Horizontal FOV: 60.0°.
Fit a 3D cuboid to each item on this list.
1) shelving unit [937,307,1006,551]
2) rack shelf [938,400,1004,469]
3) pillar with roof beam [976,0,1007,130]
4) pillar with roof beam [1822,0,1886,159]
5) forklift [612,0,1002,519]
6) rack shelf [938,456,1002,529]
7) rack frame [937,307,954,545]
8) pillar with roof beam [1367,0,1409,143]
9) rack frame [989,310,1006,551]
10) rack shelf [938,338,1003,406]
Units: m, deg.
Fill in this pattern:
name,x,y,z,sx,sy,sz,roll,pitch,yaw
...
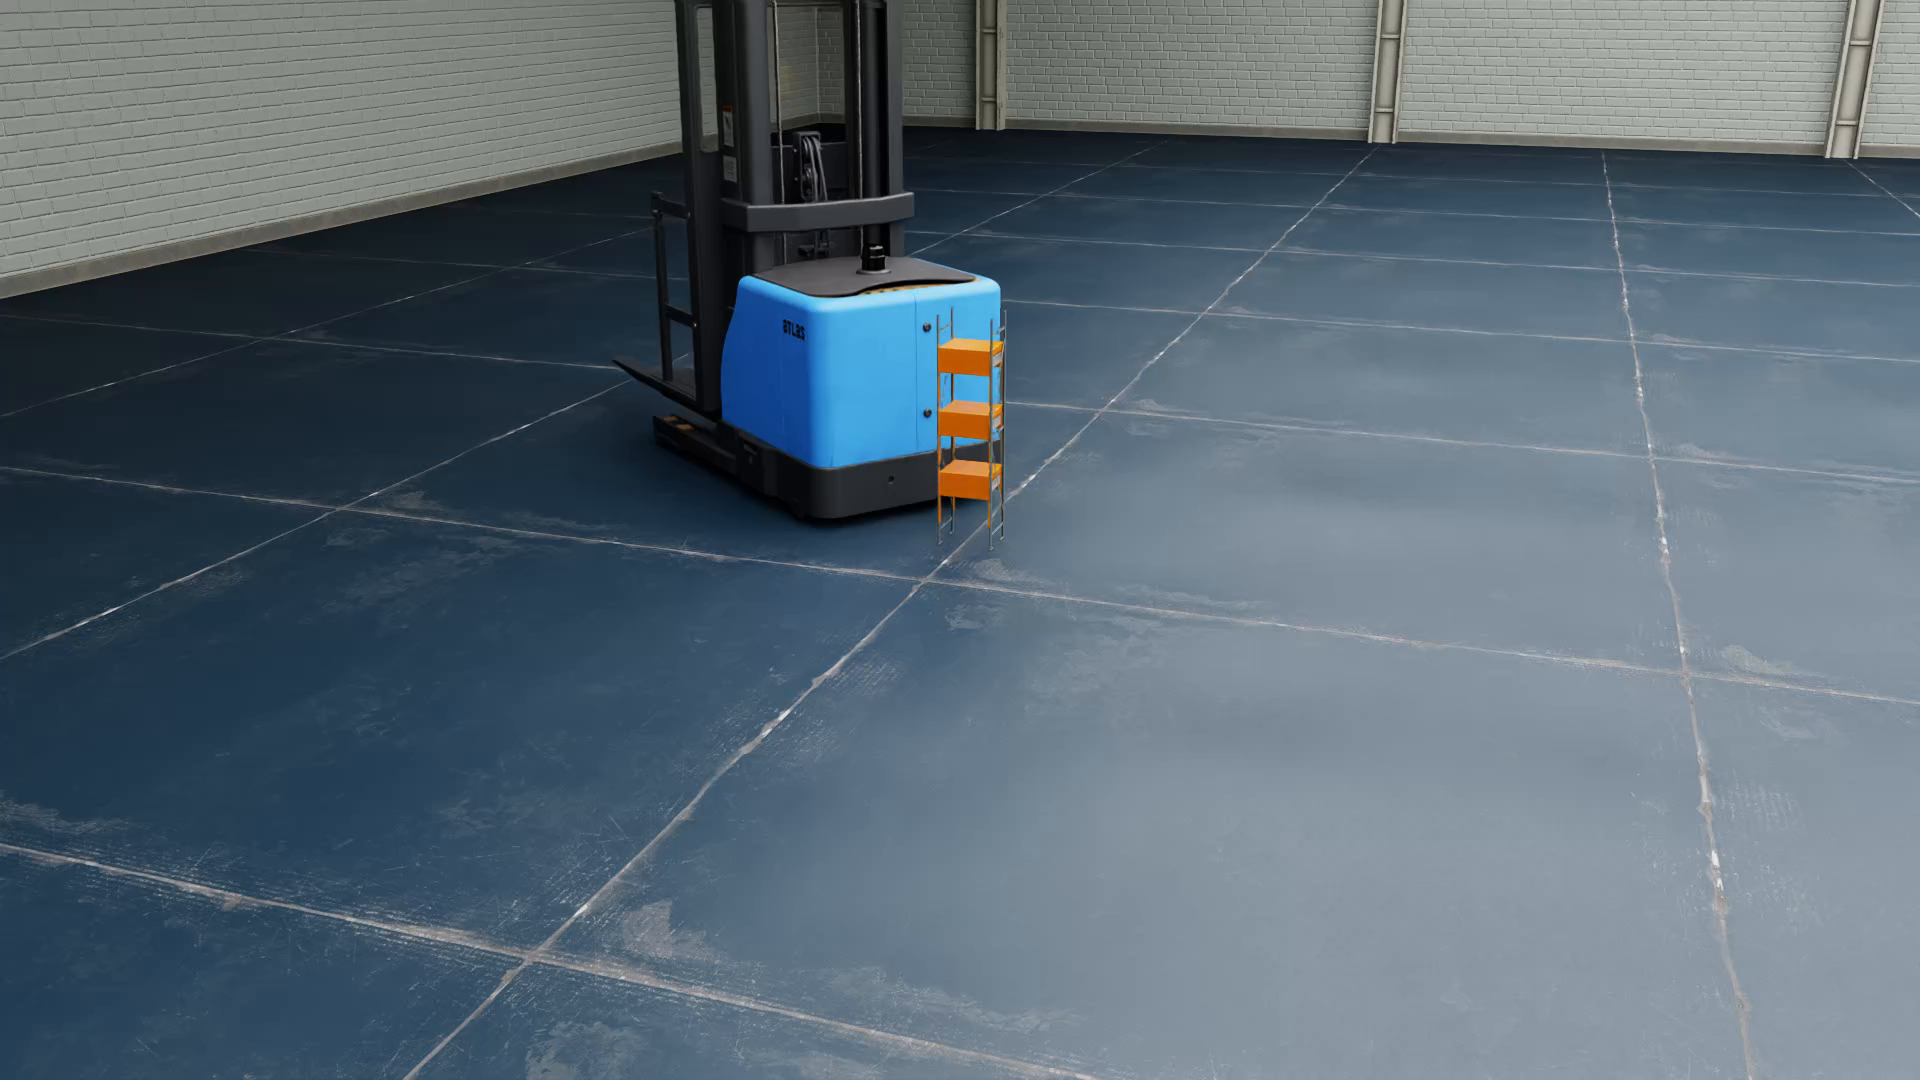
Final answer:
name,x,y,z,sx,sy,sz,roll,pitch,yaw
shelving unit,0.051,-0.490,7.387,0.252,1.050,0.215,7,20,18
rack shelf,0.051,-0.480,7.390,0.240,0.259,0.215,7,20,18
pillar with roof beam,-0.934,-9.349,20.727,0.400,9.000,9.100,7,20,18
pillar with roof beam,10.401,-8.053,17.008,0.400,9.000,9.100,7,20,18
forklift,-1.009,-1.913,8.611,1.130,2.935,3.031,-12,22,-30
rack shelf,0.051,-0.218,7.482,0.240,0.259,0.215,7,20,18
rack frame,-0.065,-0.503,7.425,0.008,1.050,0.200,7,20,18
pillar with roof beam,4.734,-8.701,18.867,0.400,9.000,9.100,7,20,18
rack frame,0.166,-0.477,7.349,0.008,1.050,0.200,7,20,18
rack shelf,0.051,-0.748,7.297,0.240,0.259,0.215,7,20,18
